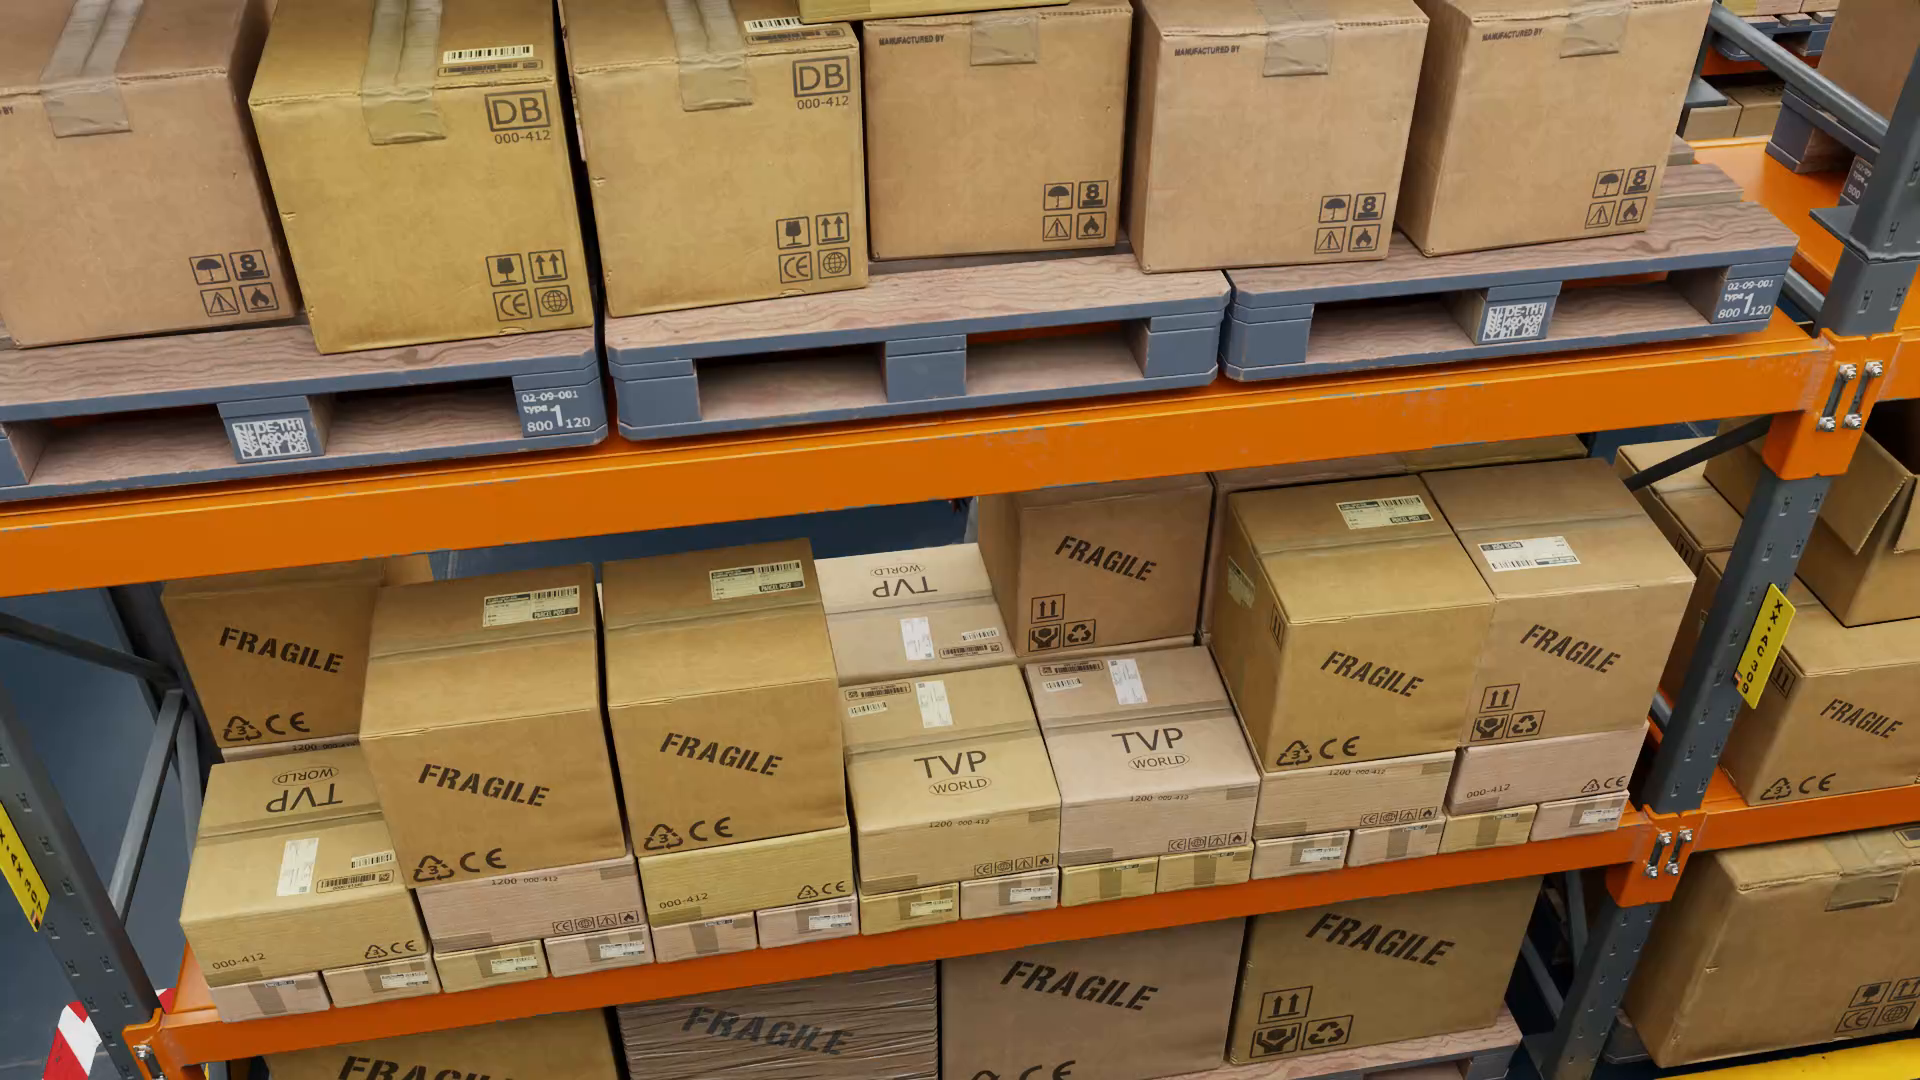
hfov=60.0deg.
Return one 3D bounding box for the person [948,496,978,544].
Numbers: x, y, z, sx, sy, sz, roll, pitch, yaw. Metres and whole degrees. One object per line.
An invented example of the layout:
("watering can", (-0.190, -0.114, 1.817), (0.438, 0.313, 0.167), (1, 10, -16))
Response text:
("person", (0.167, -0.100, 6.248), (0.576, 1.766, 0.629), (-23, 44, -26))
